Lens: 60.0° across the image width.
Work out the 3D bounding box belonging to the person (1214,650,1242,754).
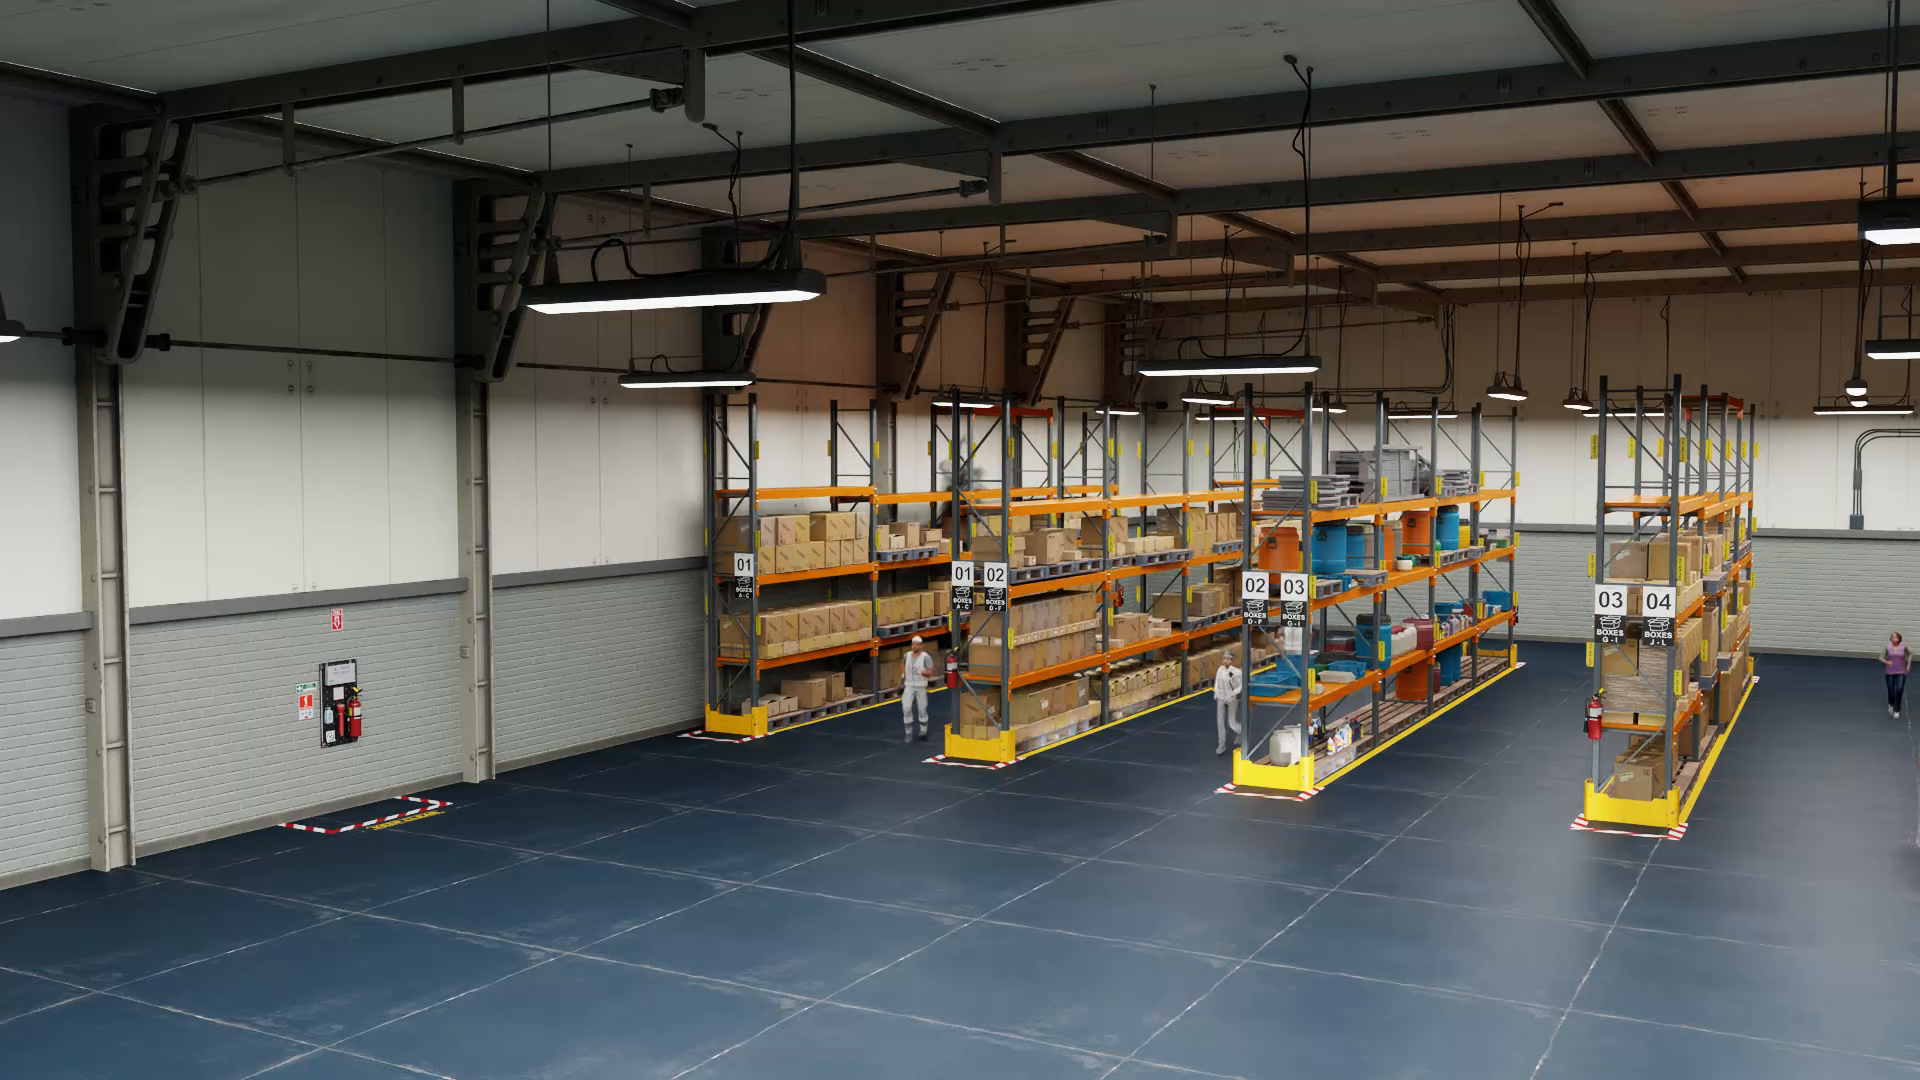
[{"bbox_3d":[4.476,2.672,27.676,0.625,1.703,0.836,2,4,35],"label":"person"}]

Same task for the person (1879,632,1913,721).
[{"bbox_3d":[17.483,2.519,31.090,0.550,1.614,0.853,2,4,31],"label":"person"}]

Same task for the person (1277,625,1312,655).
[{"bbox_3d":[6.820,2.288,34.051,0.664,1.818,0.734,1,3,25],"label":"person"}]

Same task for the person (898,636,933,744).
[{"bbox_3d":[-0.762,2.566,28.541,0.643,1.844,0.769,1,3,12],"label":"person"}]
